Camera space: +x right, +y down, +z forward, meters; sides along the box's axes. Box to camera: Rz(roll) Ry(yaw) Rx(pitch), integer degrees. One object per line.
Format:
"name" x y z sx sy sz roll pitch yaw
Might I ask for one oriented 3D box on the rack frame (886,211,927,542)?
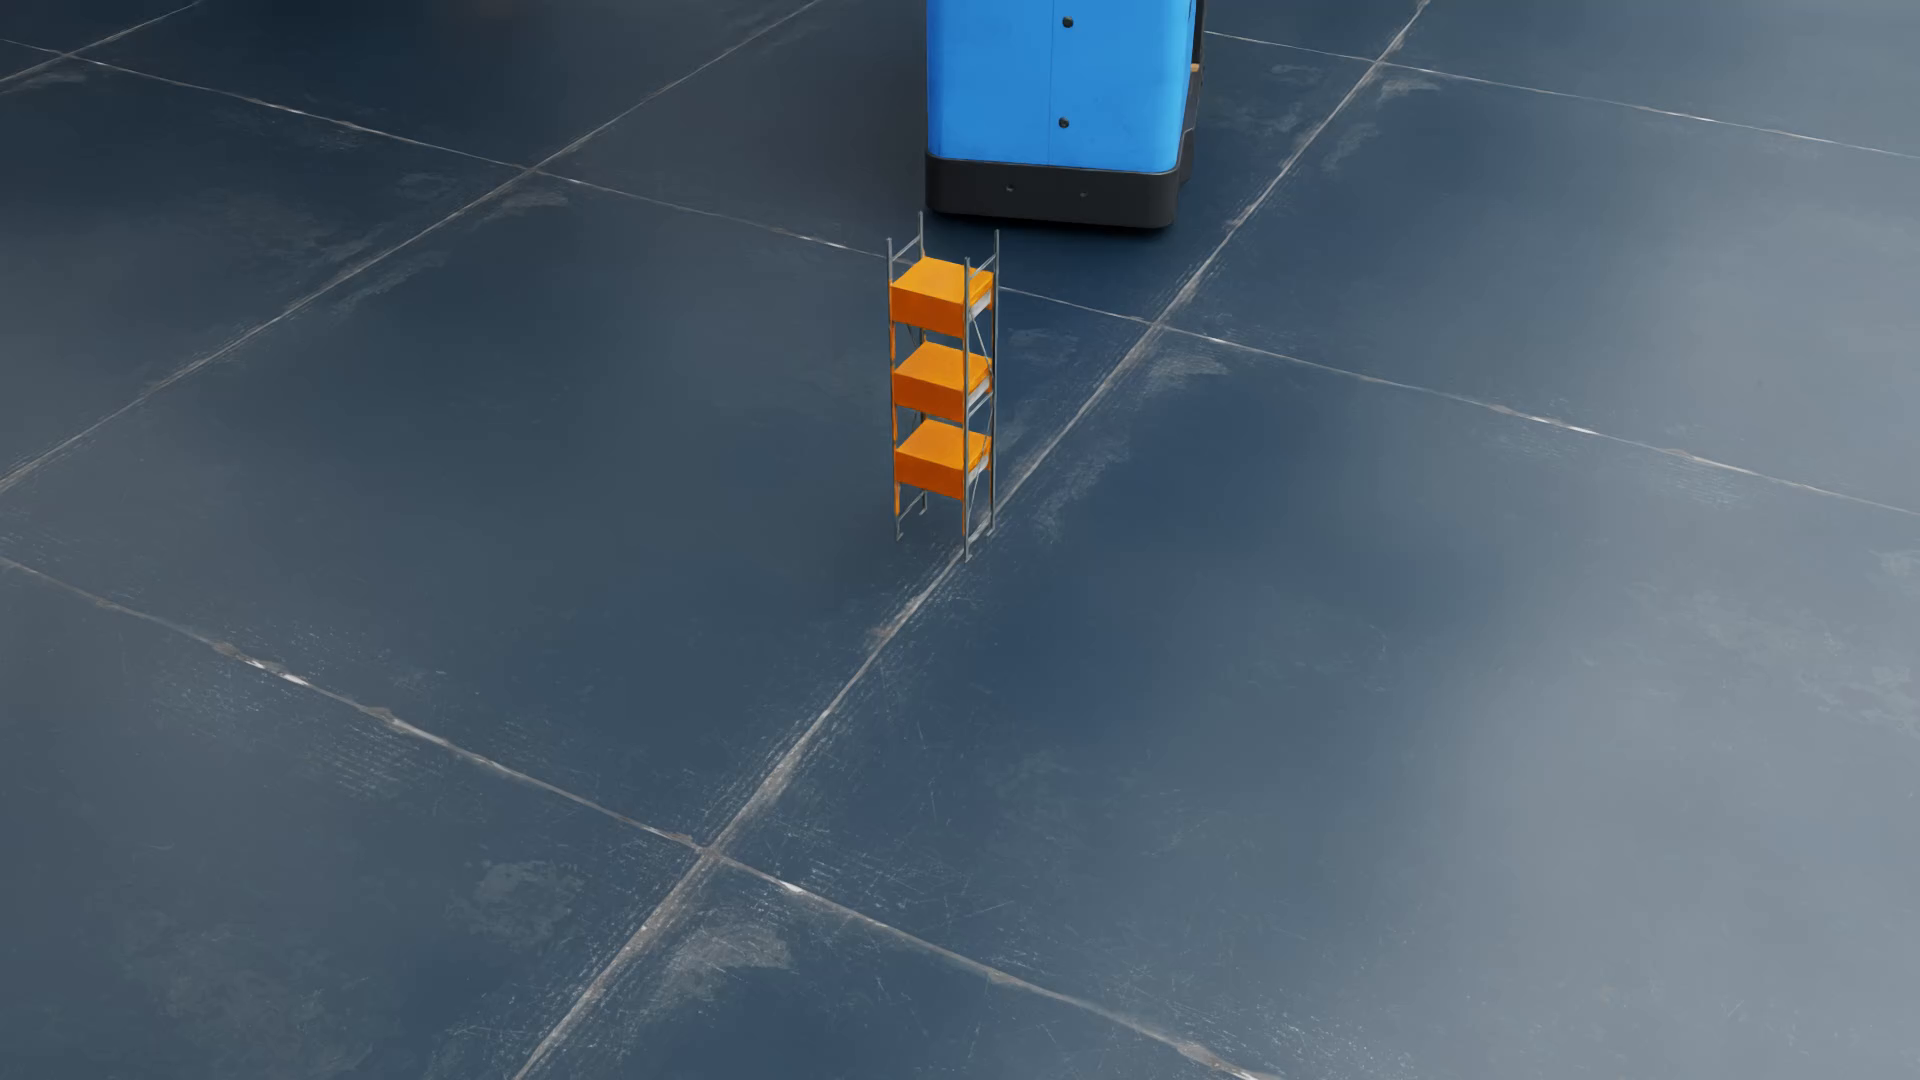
"rack frame" -0.156 -0.467 4.997 0.008 1.050 0.200 17 41 21

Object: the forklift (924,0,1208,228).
"forklift" 0.608 -3.331 7.215 1.130 2.935 3.031 6 38 8

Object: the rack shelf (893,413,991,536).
"rack shelf" -0.048 -0.203 5.127 0.240 0.259 0.215 17 41 21

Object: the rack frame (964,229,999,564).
"rack frame" 0.061 -0.399 4.907 0.008 1.050 0.200 17 41 21

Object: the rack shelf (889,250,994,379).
"rack shelf" -0.048 -0.651 4.787 0.240 0.259 0.215 17 41 21

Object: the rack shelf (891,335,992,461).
"rack shelf" -0.048 -0.425 4.959 0.240 0.259 0.215 17 41 21

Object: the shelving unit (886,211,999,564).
"shelving unit" -0.048 -0.433 4.952 0.252 1.050 0.215 17 41 21
